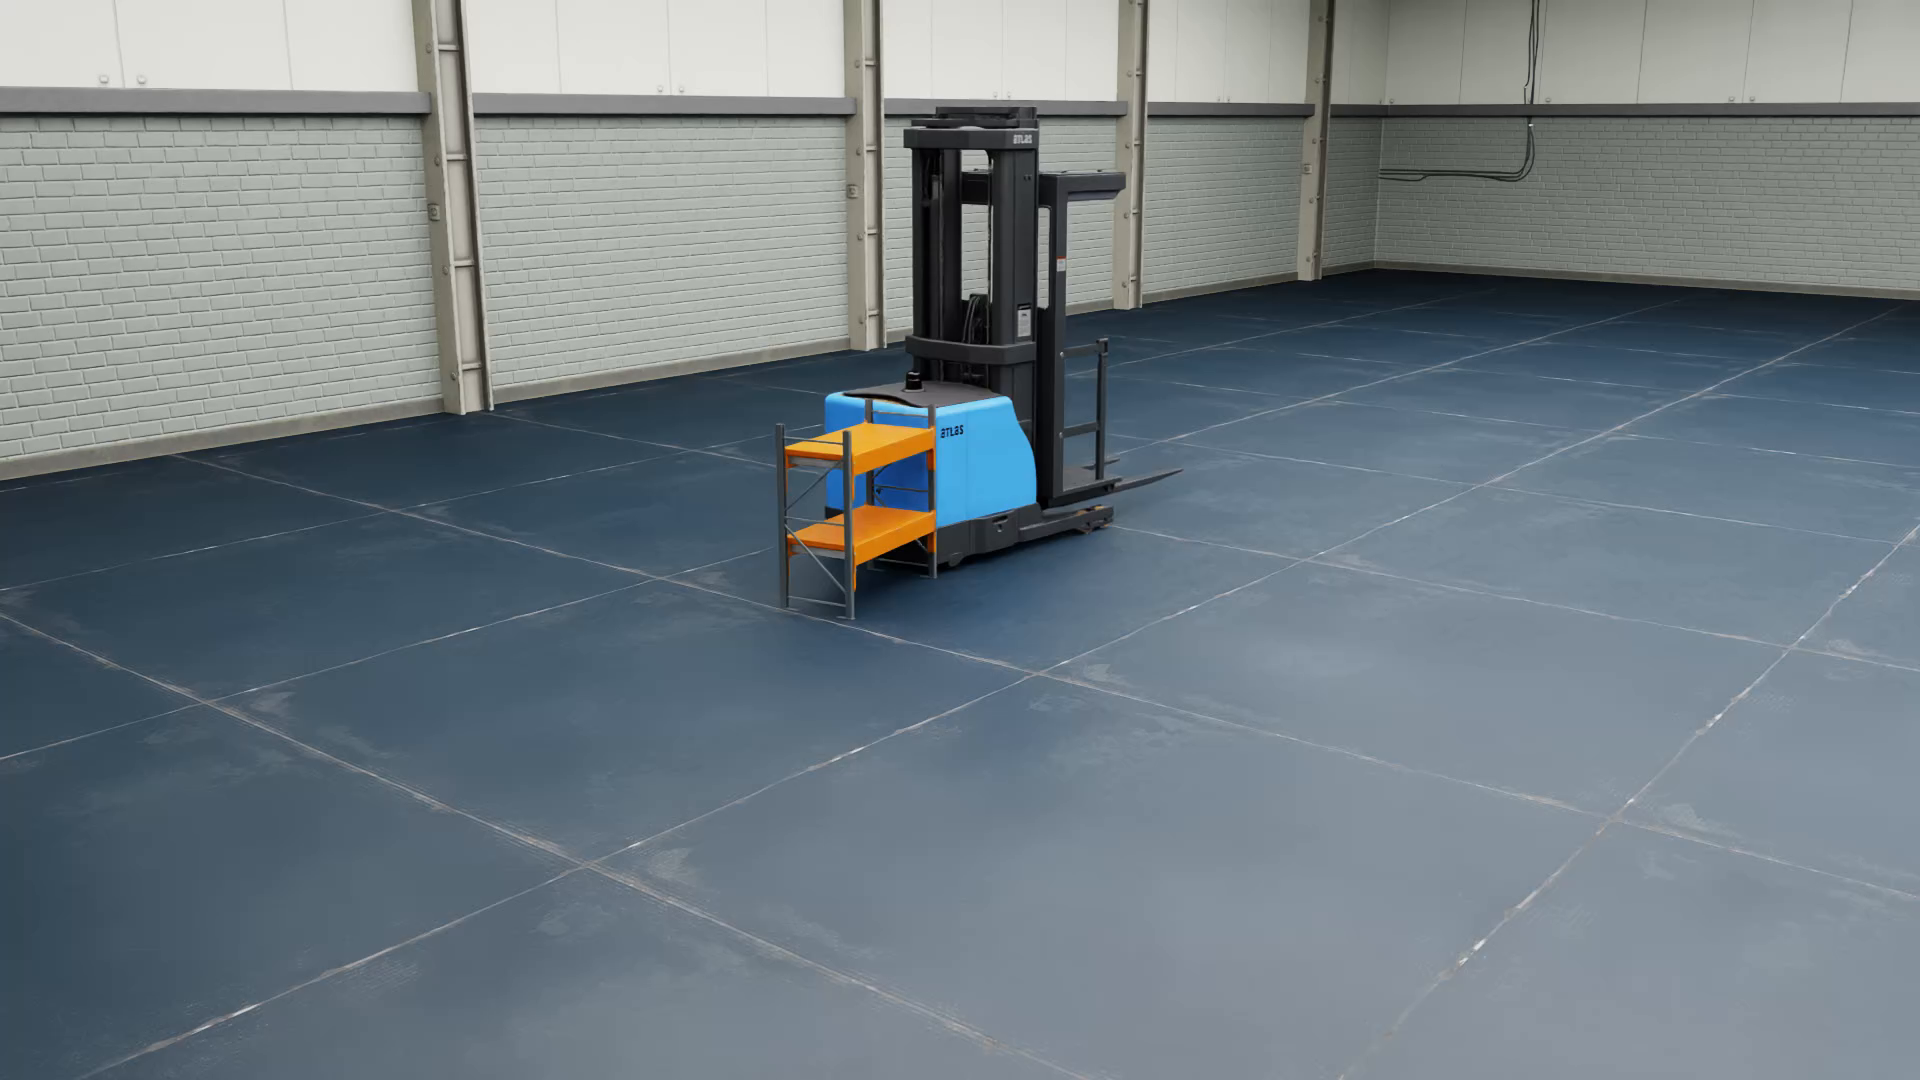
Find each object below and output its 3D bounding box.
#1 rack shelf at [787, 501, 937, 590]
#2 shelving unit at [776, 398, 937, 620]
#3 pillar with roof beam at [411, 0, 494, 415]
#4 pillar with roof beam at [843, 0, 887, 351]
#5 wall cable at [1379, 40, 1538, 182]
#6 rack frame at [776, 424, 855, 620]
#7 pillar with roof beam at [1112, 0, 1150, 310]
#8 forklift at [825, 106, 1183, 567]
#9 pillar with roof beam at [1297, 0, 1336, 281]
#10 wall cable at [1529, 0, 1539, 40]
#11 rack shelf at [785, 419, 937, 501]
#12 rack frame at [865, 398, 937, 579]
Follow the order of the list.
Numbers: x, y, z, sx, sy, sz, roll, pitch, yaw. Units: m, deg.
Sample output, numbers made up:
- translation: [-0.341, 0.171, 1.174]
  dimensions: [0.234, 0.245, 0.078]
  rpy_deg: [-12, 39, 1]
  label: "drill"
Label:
- translation: [-0.613, 0.022, 10.246]
  dimensions: [0.538, 0.278, 1.000]
  rpy_deg: [7, 16, 27]
  label: "rack shelf"
- translation: [-0.613, -0.215, 10.186]
  dimensions: [0.538, 1.125, 1.048]
  rpy_deg: [7, 16, 27]
  label: "shelving unit"
- translation: [-1.603, -5.000, 13.029]
  dimensions: [9.100, 9.000, 0.400]
  rpy_deg: [11, 18, 38]
  label: "pillar with roof beam"
- translation: [2.168, -6.149, 17.552]
  dimensions: [9.100, 9.000, 0.400]
  rpy_deg: [11, 18, 38]
  label: "pillar with roof beam"
- translation: [9.242, -7.968, 31.018]
  dimensions: [3.097, 2.526, 0.112]
  rpy_deg: [11, 18, 38]
  label: "wall cable"
- translation: [-0.850, -0.105, 9.750]
  dimensions: [0.500, 1.125, 0.032]
  rpy_deg: [7, 16, 27]
  label: "rack frame"
- translation: [5.939, -7.298, 22.075]
  dimensions: [9.100, 9.000, 0.400]
  rpy_deg: [11, 18, 38]
  label: "pillar with roof beam"
- translation: [0.456, -1.540, 11.732]
  dimensions: [1.130, 2.935, 3.031]
  rpy_deg: [13, 19, 42]
  label: "forklift"
- translation: [9.710, -8.447, 26.598]
  dimensions: [9.100, 9.000, 0.400]
  rpy_deg: [11, 18, 38]
  label: "pillar with roof beam"
- translation: [11.346, -9.997, 28.749]
  dimensions: [3.097, 2.526, 0.112]
  rpy_deg: [11, 18, 38]
  label: "wall cable"
- translation: [-0.613, -0.499, 10.114]
  dimensions: [0.538, 0.278, 1.000]
  rpy_deg: [7, 16, 27]
  label: "rack shelf"
- translation: [-0.377, -0.326, 10.623]
  dimensions: [0.500, 1.125, 0.032]
  rpy_deg: [7, 16, 27]
  label: "rack frame"
